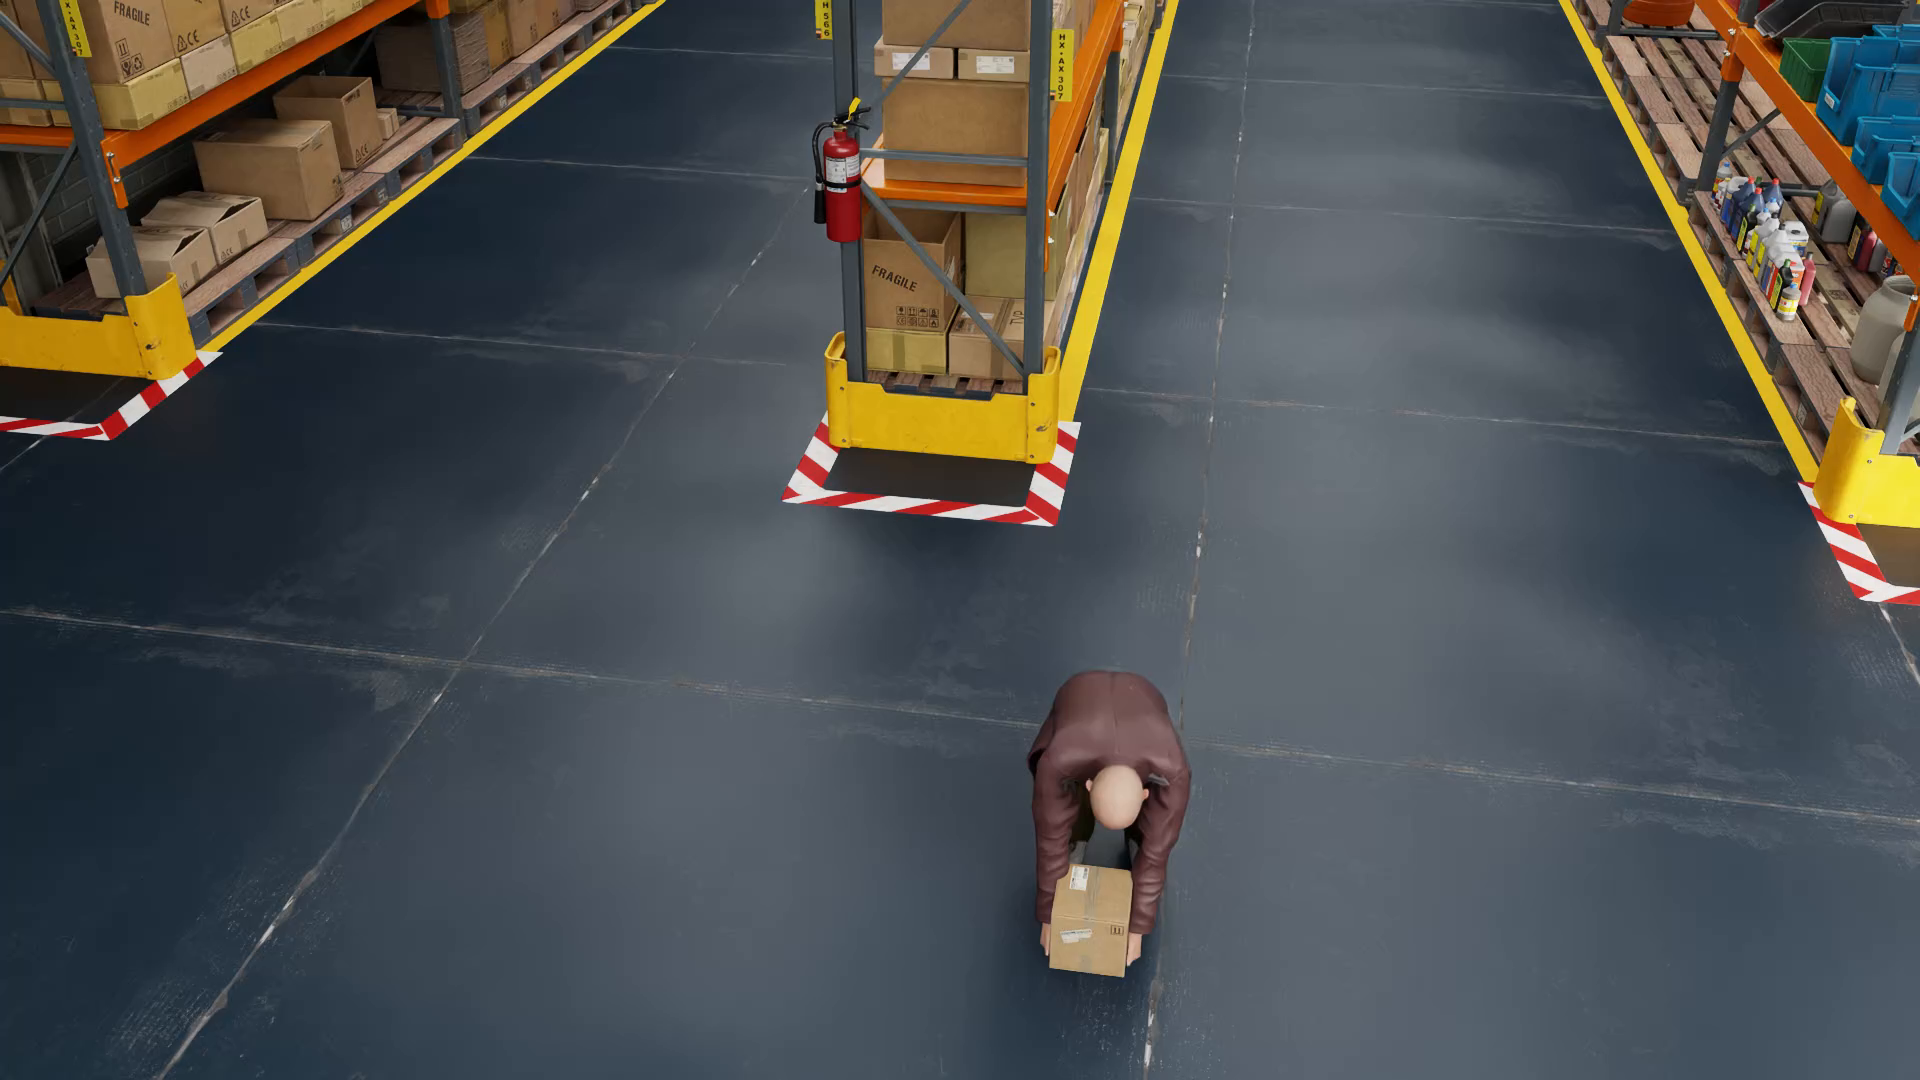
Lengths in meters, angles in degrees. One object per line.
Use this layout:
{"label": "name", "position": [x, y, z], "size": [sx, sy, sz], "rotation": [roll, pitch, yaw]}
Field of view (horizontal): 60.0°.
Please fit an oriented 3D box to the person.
{"label": "person", "position": [0.503, 0.885, 5.707], "size": [0.575, 0.821, 0.925], "rotation": [5, 32, 7]}
